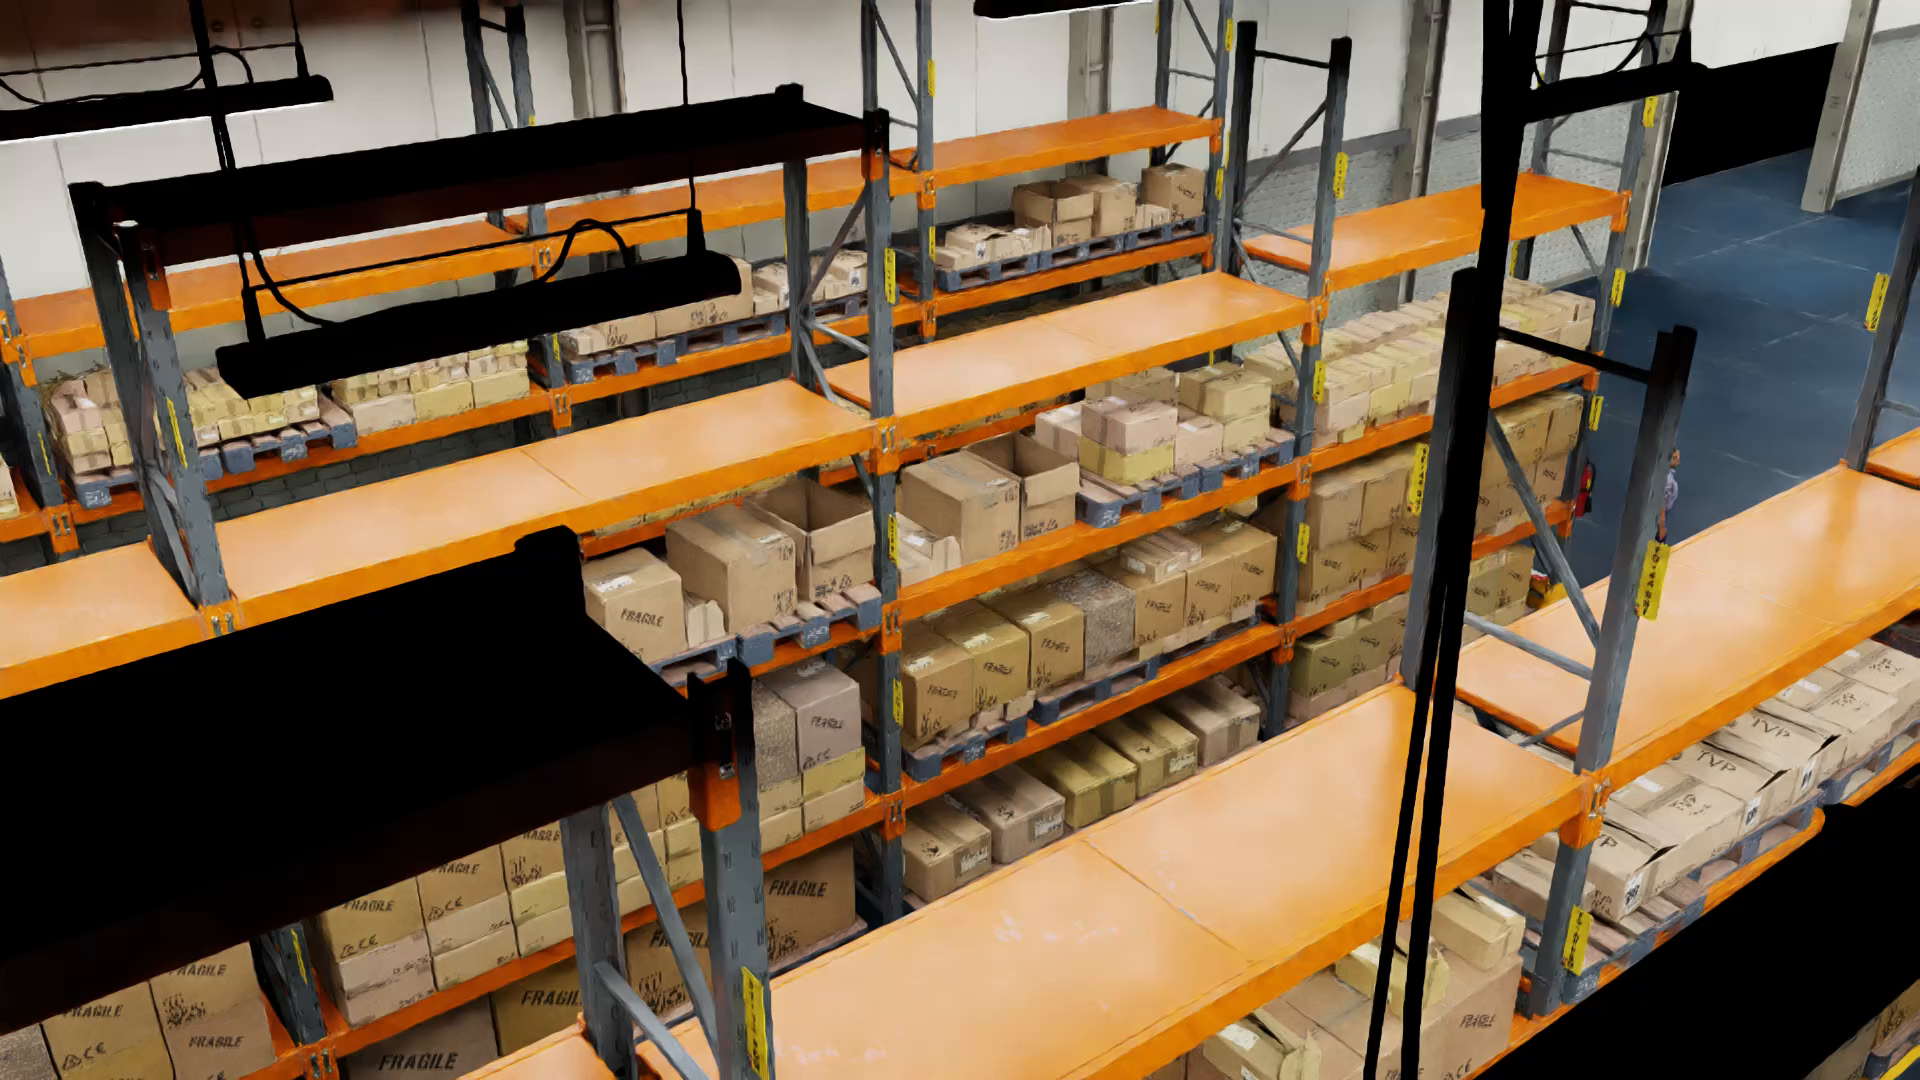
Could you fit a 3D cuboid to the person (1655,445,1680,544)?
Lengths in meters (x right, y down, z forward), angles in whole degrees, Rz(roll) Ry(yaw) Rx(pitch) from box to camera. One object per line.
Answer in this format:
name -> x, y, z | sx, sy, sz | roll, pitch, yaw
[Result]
person -> 6.934, -0.247, 16.752 | 0.477, 1.645, 0.604 | 7, 27, 13
